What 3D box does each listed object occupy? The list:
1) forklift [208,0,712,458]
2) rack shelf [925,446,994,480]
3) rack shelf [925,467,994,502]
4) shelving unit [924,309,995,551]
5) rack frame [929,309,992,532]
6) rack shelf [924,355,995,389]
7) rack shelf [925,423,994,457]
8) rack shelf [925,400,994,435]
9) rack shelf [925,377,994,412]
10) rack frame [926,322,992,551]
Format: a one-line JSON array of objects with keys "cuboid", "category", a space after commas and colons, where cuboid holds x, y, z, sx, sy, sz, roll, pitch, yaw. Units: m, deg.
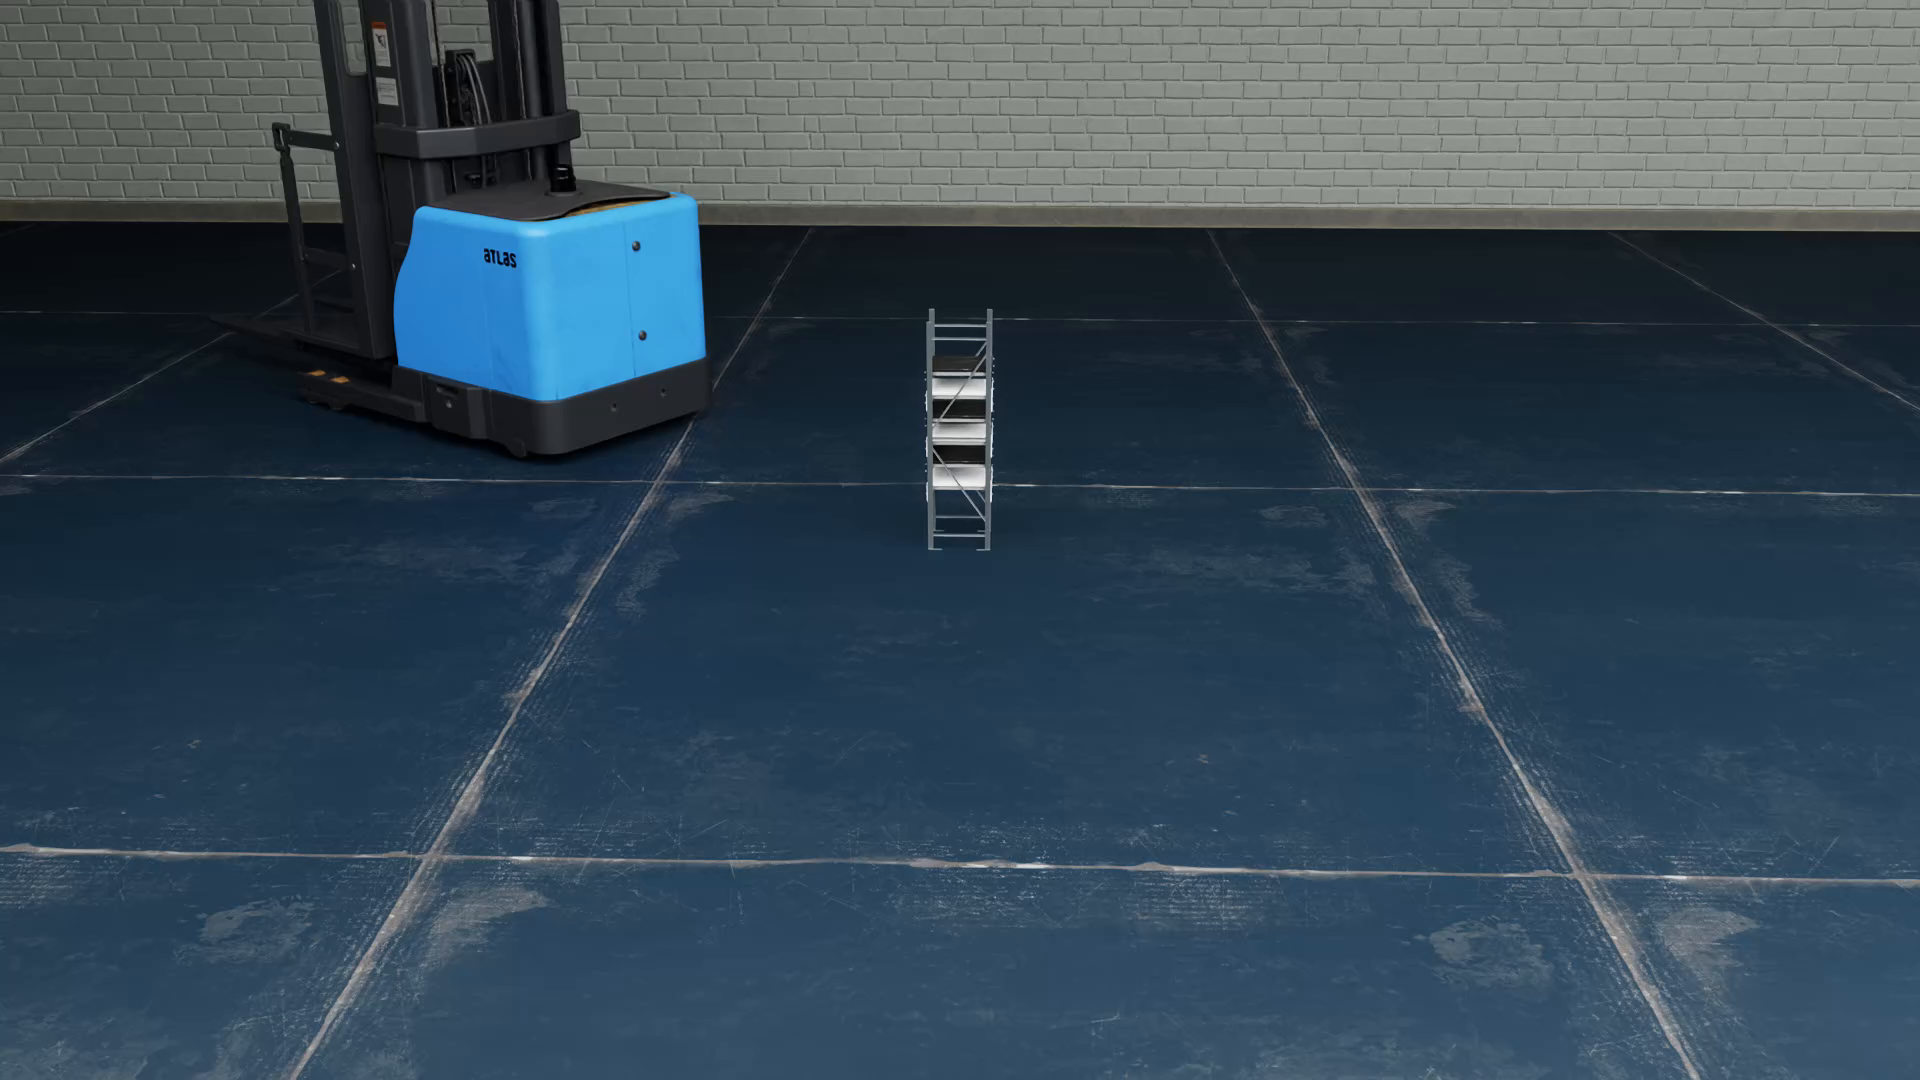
[{"cuboid": [-2.678, -2.137, 7.985, 3.031, 2.935, 1.130, 15, 26, 34], "category": "forklift"}, {"cuboid": [0.000, -0.302, 6.403, 0.258, 0.077, 0.200, 1, 21, 2], "category": "rack shelf"}, {"cuboid": [0.000, -0.218, 6.436, 0.258, 0.077, 0.200, 1, 21, 2], "category": "rack shelf"}, {"cuboid": [0.000, -0.417, 6.359, 0.258, 0.900, 0.210, 1, 21, 2], "category": "shelving unit"}, {"cuboid": [0.003, -0.453, 6.453, 0.240, 0.900, 0.006, 1, 21, 2], "category": "rack frame"}, {"cuboid": [0.000, -0.637, 6.273, 0.258, 0.077, 0.200, 1, 21, 2], "category": "rack shelf"}, {"cuboid": [0.000, -0.386, 6.371, 0.258, 0.077, 0.200, 1, 21, 2], "category": "rack shelf"}, {"cuboid": [0.000, -0.469, 6.338, 0.258, 0.077, 0.200, 1, 21, 2], "category": "rack shelf"}, {"cuboid": [0.000, -0.553, 6.306, 0.258, 0.077, 0.200, 1, 21, 2], "category": "rack shelf"}, {"cuboid": [-0.003, -0.380, 6.264, 0.240, 0.900, 0.006, 1, 21, 2], "category": "rack frame"}]
